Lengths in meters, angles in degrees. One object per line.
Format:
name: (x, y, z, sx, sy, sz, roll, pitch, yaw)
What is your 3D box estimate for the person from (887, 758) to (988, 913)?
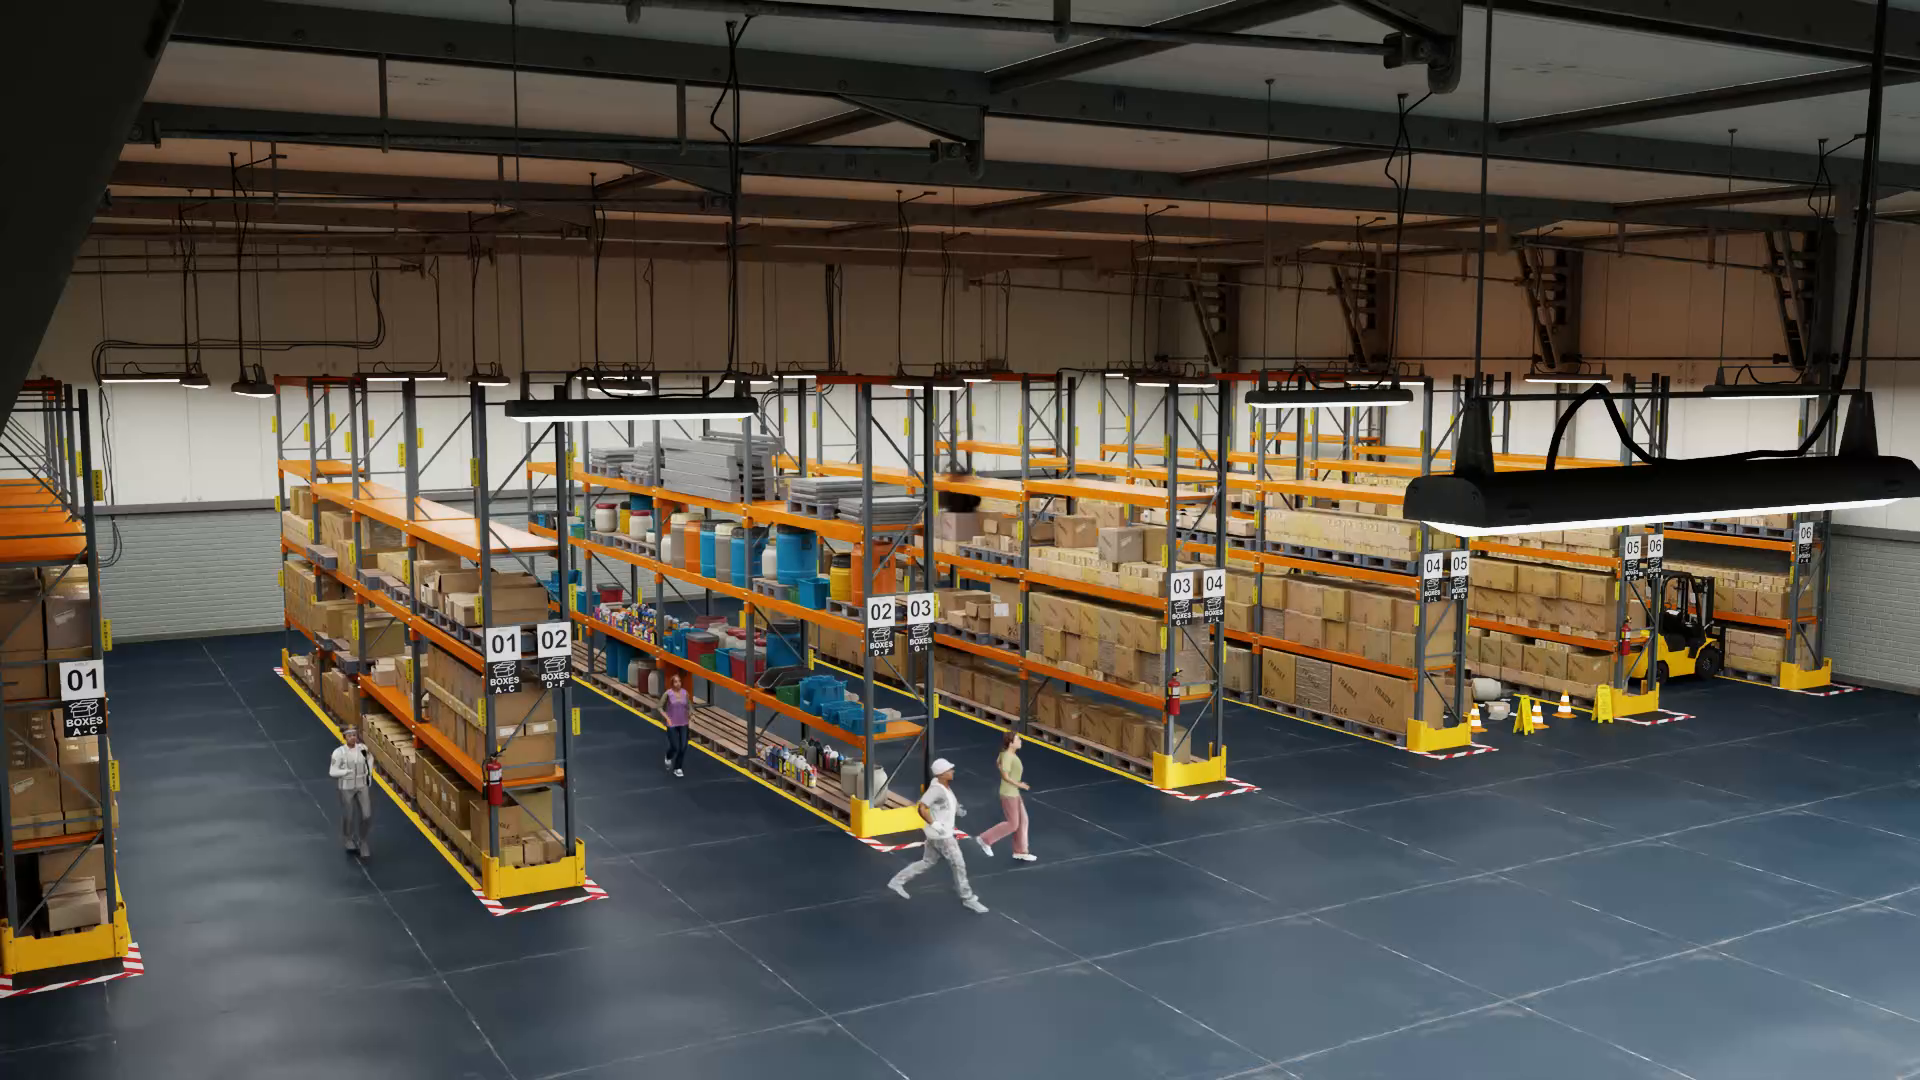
person: (-0.262, 3.375, 19.014, 1.149, 1.797, 0.645, -1, 6, -10)

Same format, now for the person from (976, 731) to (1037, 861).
person: (0.590, 3.224, 20.976, 0.772, 1.669, 0.602, 0, 6, 2)

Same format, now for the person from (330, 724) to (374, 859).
person: (-7.694, 3.184, 21.136, 0.592, 1.734, 0.684, -4, 7, -32)

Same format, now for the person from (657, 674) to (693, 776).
person: (-4.281, 2.807, 25.176, 0.535, 1.552, 0.554, -3, 7, -27)
